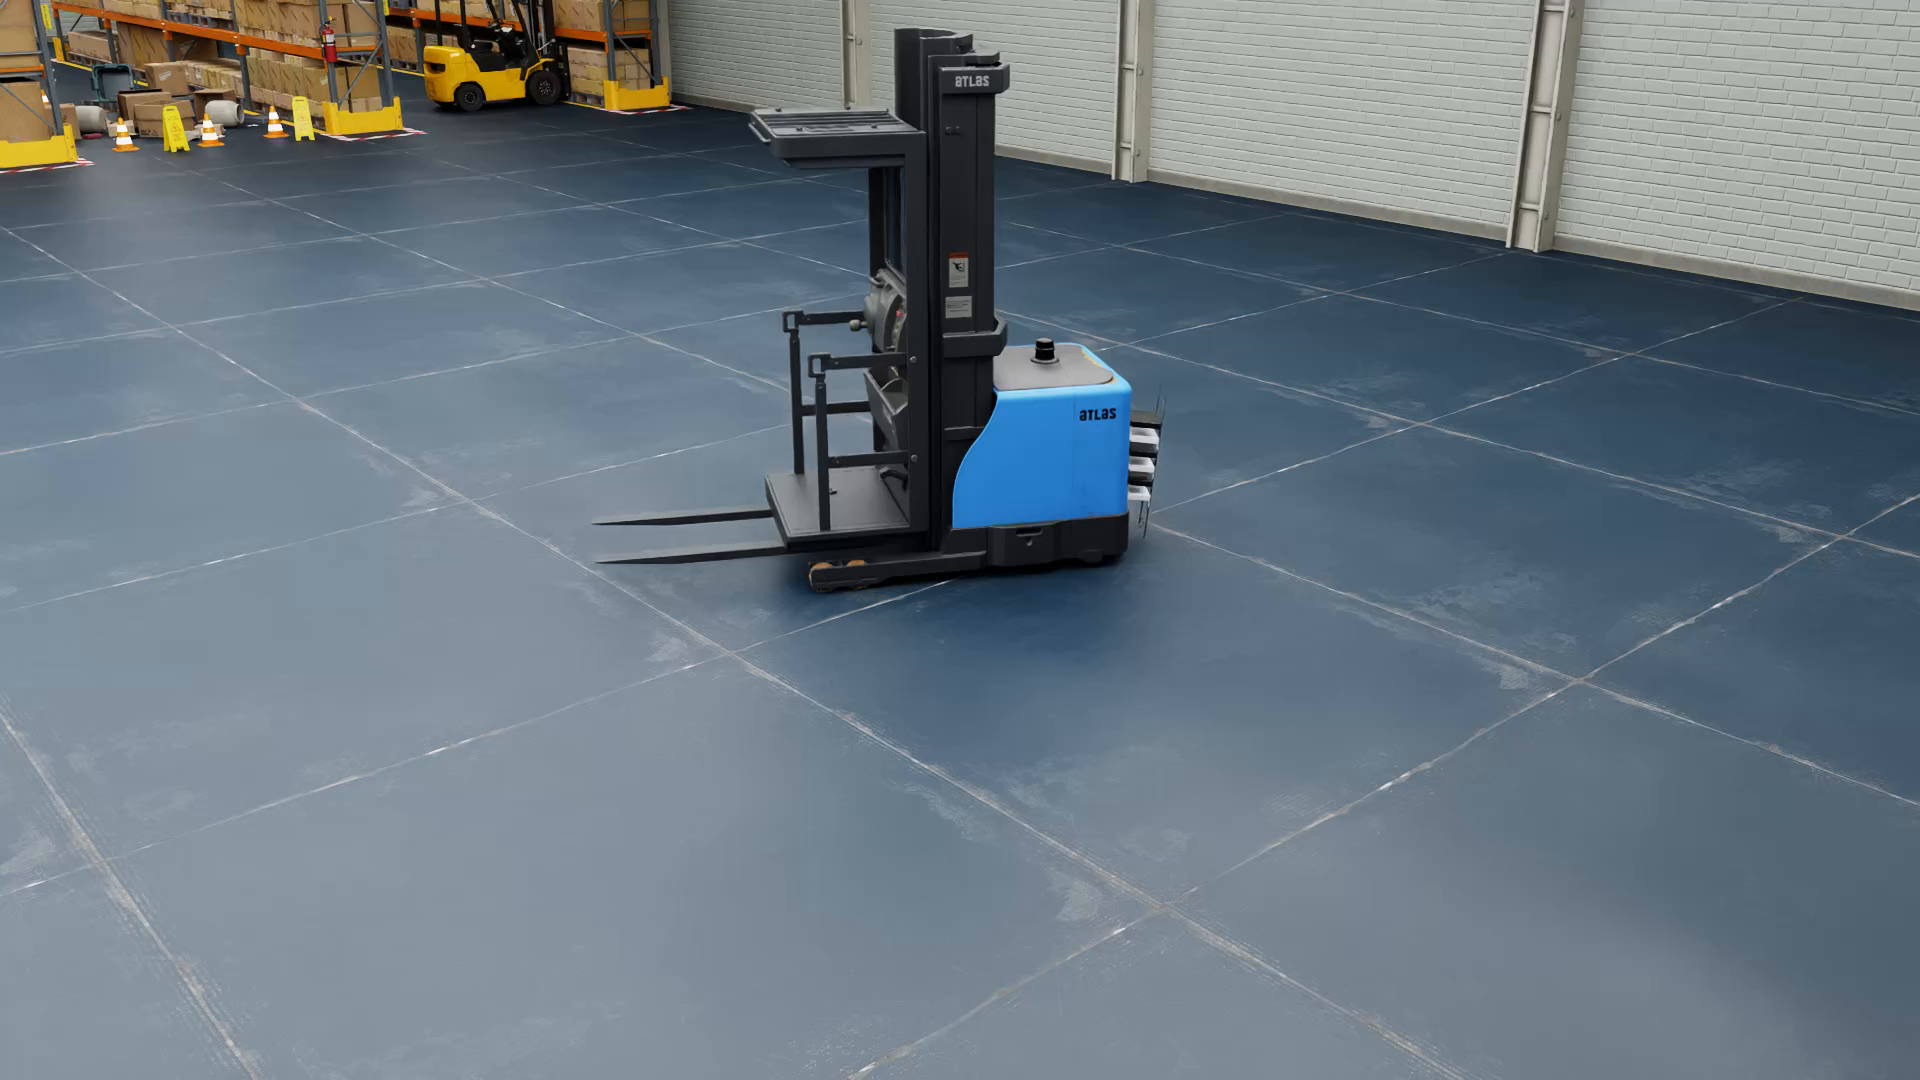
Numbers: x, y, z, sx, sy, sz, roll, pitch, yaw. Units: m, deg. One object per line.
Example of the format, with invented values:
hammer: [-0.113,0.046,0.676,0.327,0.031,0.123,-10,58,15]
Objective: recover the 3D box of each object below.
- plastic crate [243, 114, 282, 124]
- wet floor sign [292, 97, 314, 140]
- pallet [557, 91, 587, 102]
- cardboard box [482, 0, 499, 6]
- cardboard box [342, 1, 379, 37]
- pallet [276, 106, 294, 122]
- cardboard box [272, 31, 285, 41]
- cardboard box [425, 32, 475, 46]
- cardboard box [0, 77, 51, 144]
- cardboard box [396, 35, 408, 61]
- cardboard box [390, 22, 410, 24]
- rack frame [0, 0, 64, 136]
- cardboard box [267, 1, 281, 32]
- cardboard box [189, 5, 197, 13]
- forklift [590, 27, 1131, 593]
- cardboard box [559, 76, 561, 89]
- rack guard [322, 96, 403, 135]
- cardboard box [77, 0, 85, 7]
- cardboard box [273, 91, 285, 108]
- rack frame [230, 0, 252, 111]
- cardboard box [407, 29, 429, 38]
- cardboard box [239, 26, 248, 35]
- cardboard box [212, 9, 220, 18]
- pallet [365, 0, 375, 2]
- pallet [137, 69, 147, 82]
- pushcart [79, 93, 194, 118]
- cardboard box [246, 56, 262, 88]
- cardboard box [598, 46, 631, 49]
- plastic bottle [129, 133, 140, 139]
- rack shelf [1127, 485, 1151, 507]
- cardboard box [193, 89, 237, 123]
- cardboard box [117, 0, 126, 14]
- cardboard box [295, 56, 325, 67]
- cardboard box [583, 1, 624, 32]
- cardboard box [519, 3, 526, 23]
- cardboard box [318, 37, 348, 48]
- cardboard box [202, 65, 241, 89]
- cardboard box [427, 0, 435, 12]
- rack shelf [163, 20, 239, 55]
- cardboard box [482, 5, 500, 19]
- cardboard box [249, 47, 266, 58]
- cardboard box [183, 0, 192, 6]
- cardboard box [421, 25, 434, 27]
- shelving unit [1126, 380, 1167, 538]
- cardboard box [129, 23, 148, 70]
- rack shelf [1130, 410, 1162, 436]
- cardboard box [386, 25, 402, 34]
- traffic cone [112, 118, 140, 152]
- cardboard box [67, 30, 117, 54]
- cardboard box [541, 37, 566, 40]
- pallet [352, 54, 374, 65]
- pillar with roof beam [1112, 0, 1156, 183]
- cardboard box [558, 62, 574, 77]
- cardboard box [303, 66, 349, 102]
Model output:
plastic crate: [-11.745,-7.079,27.949,0.583,0.080,0.402,12,24,27]
wet floor sign: [-10.224,-6.559,25.846,0.267,0.644,0.232,-8,23,-19]
pallet: [-7.102,-8.385,31.103,1.003,0.211,1.213,-17,27,-37]
cardboard box: [-8.904,-10.488,32.169,0.500,0.250,0.500,-18,28,-39]
cardboard box: [-9.636,-8.344,26.631,0.500,0.500,0.500,-18,28,-38]
pallet: [-10.882,-7.255,28.218,1.003,0.211,1.213,-17,27,-37]
cardboard box: [-11.172,-8.369,27.582,0.380,0.149,0.250,-18,27,-38]
cardboard box: [-10.604,-10.270,34.772,0.875,0.625,0.625,-16,27,-36]
cardboard box: [-13.714,-6.134,23.870,0.875,0.875,0.875,-17,27,-37]
cardboard box: [-11.759,-10.594,35.770,0.500,0.500,0.500,-18,28,-38]
cardboard box: [-12.486,-11.471,37.121,0.380,0.149,0.250,-17,27,-36]
rack frame: [-13.221,-6.756,23.121,1.000,3.000,0.127,-17,27,-37]
cardboard box: [-11.064,-8.655,27.424,0.500,0.500,0.500,-17,27,-37]
cardboard box: [-14.005,-9.816,30.701,0.380,0.149,0.250,-16,26,-34]
forklift: [-0.599,-1.281,9.236,3.031,2.935,1.130,-5,22,-12]
cardboard box: [-7.318,-8.533,30.852,0.500,0.250,0.500,-16,27,-36]
rack guard: [-9.587,-6.820,26.710,1.175,0.500,0.348,-17,27,-37]
cardboard box: [-18.546,-11.668,35.524,0.500,0.500,0.500,-18,28,-38]
cardboard box: [-11.262,-7.465,28.124,0.500,0.250,0.500,-18,28,-38]
rack frame: [-12.148,-9.068,29.022,1.000,3.000,0.127,-17,27,-37]
cardboard box: [-11.515,-10.765,35.319,0.380,0.149,0.250,-19,28,-40]
cardboard box: [-12.186,-8.787,28.651,0.380,0.149,0.250,-18,27,-38]
cardboard box: [-13.047,-9.362,29.543,0.380,0.149,0.250,-18,28,-38]
pallet: [-12.274,-11.802,36.267,1.003,0.211,1.213,-17,27,-37]
pallet: [-16.009,-9.447,33.814,1.003,0.211,1.213,-17,27,-37]
pushcart: [-13.843,-7.290,28.079,0.936,0.377,1.648,12,24,27]
cardboard box: [-11.968,-8.105,28.730,0.500,0.500,0.500,-16,26,-35]
cardboard box: [-6.278,-8.841,30.267,0.500,0.250,0.500,-17,27,-37]
plastic bottle: [-13.008,-6.338,26.082,0.283,0.061,0.133,12,24,27]
rack shelf: [1.029,-0.284,10.032,0.200,0.077,0.258,5,21,-4]
cardboard box: [-12.480,-7.285,27.895,0.500,0.500,0.500,0,21,-1]
cardboard box: [-16.622,-10.736,33.487,0.500,0.250,0.500,-18,28,-38]
cardboard box: [-10.548,-7.774,26.995,0.380,0.149,0.250,-16,27,-36]
cardboard box: [-6.299,-9.265,29.389,0.500,0.500,0.500,-18,28,-39]
cardboard box: [-7.946,-9.972,31.194,0.500,0.500,0.500,-17,27,-37]
cardboard box: [-9.943,-7.898,26.380,0.380,0.149,0.250,-16,27,-36]
cardboard box: [-13.419,-8.573,30.788,0.950,0.372,0.625,-16,27,-36]
cardboard box: [-10.572,-10.965,34.071,0.500,0.250,0.500,-18,28,-39]
rack shelf: [-13.454,-9.285,30.564,1.077,0.370,4.000,-17,27,-37]
cardboard box: [-8.917,-10.257,32.266,0.500,0.250,0.500,-17,27,-36]
cardboard box: [-11.931,-8.358,28.487,0.380,0.149,0.250,-17,27,-37]
cardboard box: [-13.944,-10.087,30.503,0.500,0.500,0.500,-17,27,-37]
cardboard box: [-11.589,-11.134,36.260,0.380,0.149,0.250,-19,28,-40]
shelving unit: [1.051,-0.482,9.956,0.210,0.900,0.258,5,21,-4]
cardboard box: [-16.309,-10.084,33.955,0.875,0.875,0.875,-16,27,-36]
rack shelf: [1.076,-0.701,9.871,0.200,0.077,0.258,5,21,-4]
cardboard box: [-12.360,-11.138,36.271,0.380,0.149,0.250,-19,28,-40]
traffic cone: [-12.492,-6.060,24.821,0.336,0.463,0.334,-17,27,-37]
cardboard box: [-19.475,-11.227,37.473,0.875,0.438,0.875,-19,28,-39]
cardboard box: [-7.922,-9.541,32.055,0.500,0.250,0.500,-17,27,-36]
pallet: [-13.053,-10.946,37.643,1.003,0.211,1.213,-17,27,-37]
pillar with roof beam: [-0.979,-8.005,18.084,9.100,9.000,0.400,-17,27,-37]
cardboard box: [-7.006,-8.632,30.419,0.500,0.250,0.500,-18,28,-39]
cardboard box: [-10.258,-7.386,26.895,0.500,0.500,0.500,-17,27,-37]
